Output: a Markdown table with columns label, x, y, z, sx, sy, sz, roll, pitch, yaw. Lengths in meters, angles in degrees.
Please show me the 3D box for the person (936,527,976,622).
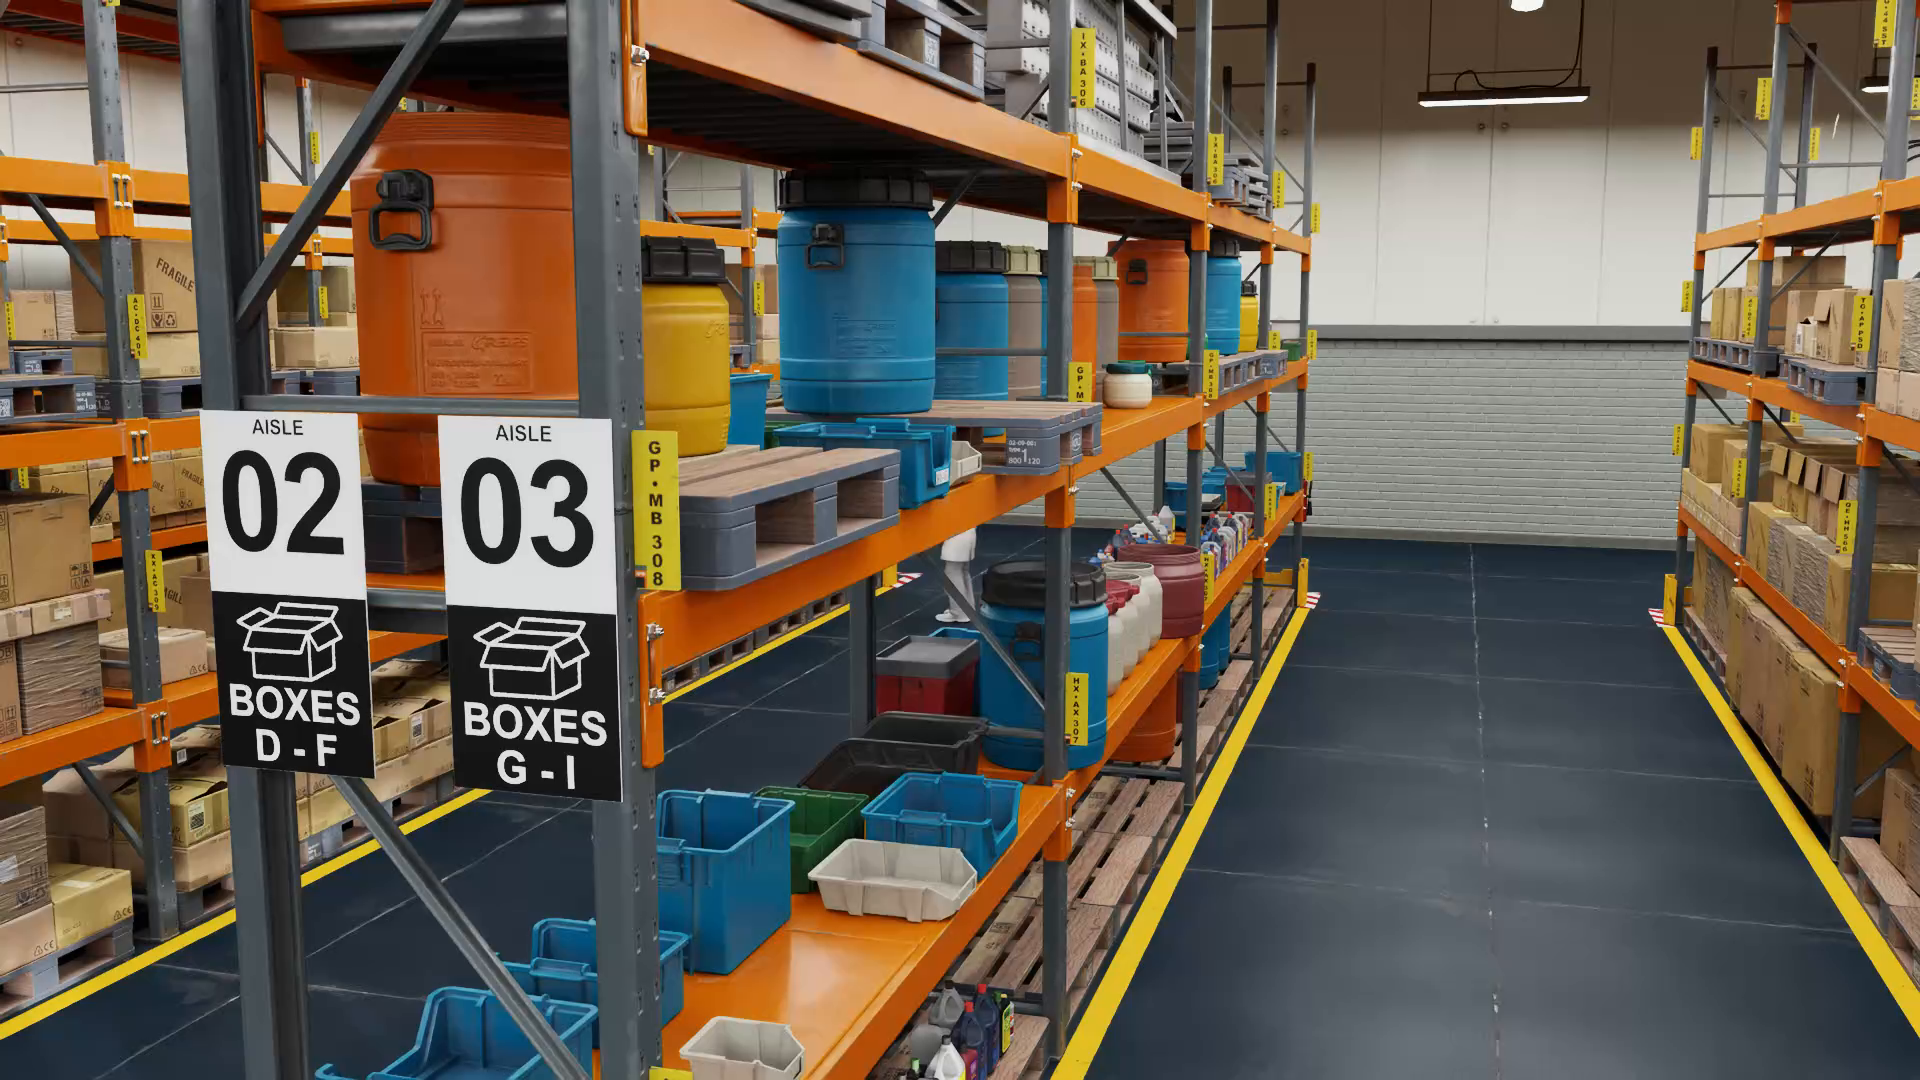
| label | x | y | z | sx | sy | sz | roll | pitch | yaw |
| --- | --- | --- | --- | --- | --- | --- | --- | --- | --- |
| person | -0.100 | -0.012 | 17.988 | 0.555 | 1.770 | 0.530 | 3 | 9 | 17 |
